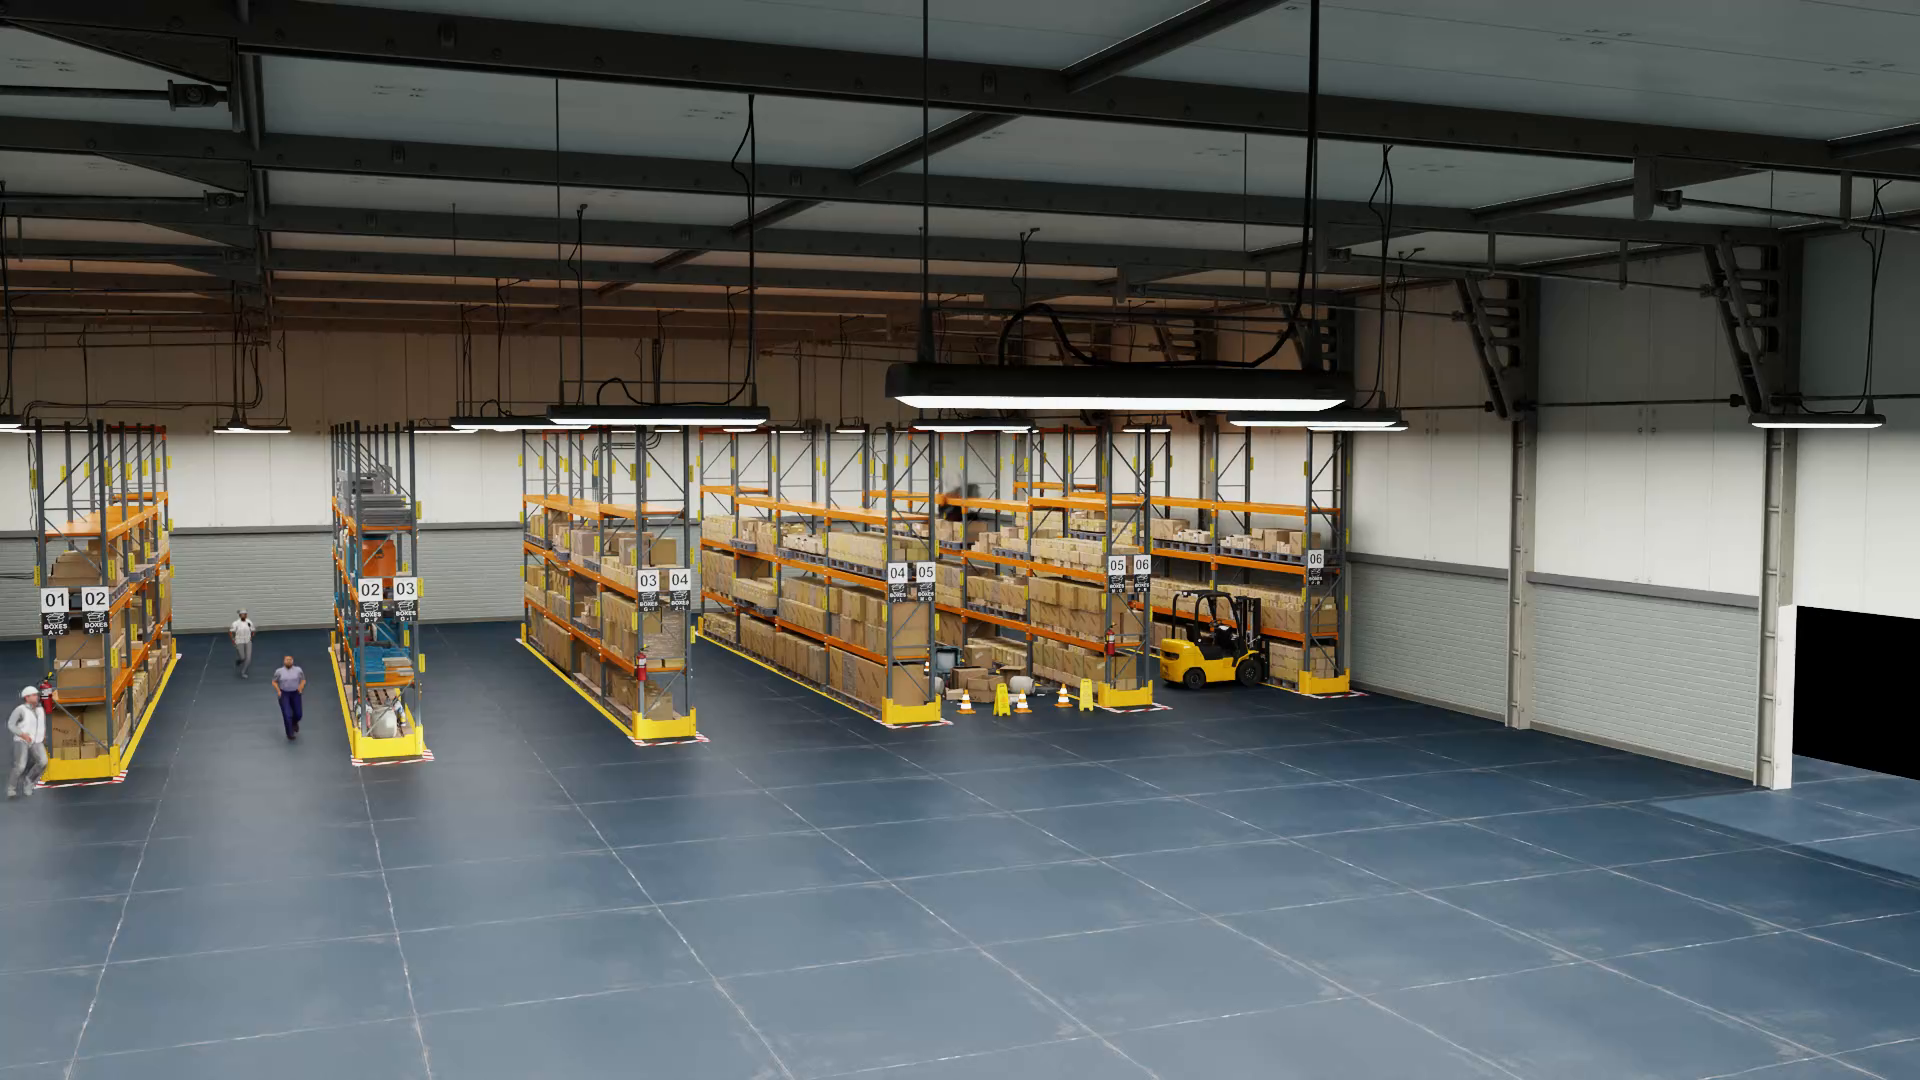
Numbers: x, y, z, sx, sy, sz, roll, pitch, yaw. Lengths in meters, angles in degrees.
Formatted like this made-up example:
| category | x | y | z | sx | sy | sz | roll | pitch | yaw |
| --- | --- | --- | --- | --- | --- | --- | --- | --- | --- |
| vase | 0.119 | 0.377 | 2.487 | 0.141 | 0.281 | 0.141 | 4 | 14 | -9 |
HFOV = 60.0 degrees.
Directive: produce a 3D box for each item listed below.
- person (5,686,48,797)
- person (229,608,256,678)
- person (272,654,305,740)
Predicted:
| category | x | y | z | sx | sy | sz | roll | pitch | yaw |
| --- | --- | --- | --- | --- | --- | --- | --- | --- | --- |
| person | -14.797 | 3.203 | 26.489 | 0.624 | 1.737 | 0.714 | 2 | 4 | 27 |
| person | -16.963 | 2.442 | 39.376 | 0.575 | 1.657 | 0.559 | -3 | 5 | -38 |
| person | -12.692 | 2.962 | 31.464 | 0.594 | 1.590 | 0.556 | -2 | 4 | -29 |
